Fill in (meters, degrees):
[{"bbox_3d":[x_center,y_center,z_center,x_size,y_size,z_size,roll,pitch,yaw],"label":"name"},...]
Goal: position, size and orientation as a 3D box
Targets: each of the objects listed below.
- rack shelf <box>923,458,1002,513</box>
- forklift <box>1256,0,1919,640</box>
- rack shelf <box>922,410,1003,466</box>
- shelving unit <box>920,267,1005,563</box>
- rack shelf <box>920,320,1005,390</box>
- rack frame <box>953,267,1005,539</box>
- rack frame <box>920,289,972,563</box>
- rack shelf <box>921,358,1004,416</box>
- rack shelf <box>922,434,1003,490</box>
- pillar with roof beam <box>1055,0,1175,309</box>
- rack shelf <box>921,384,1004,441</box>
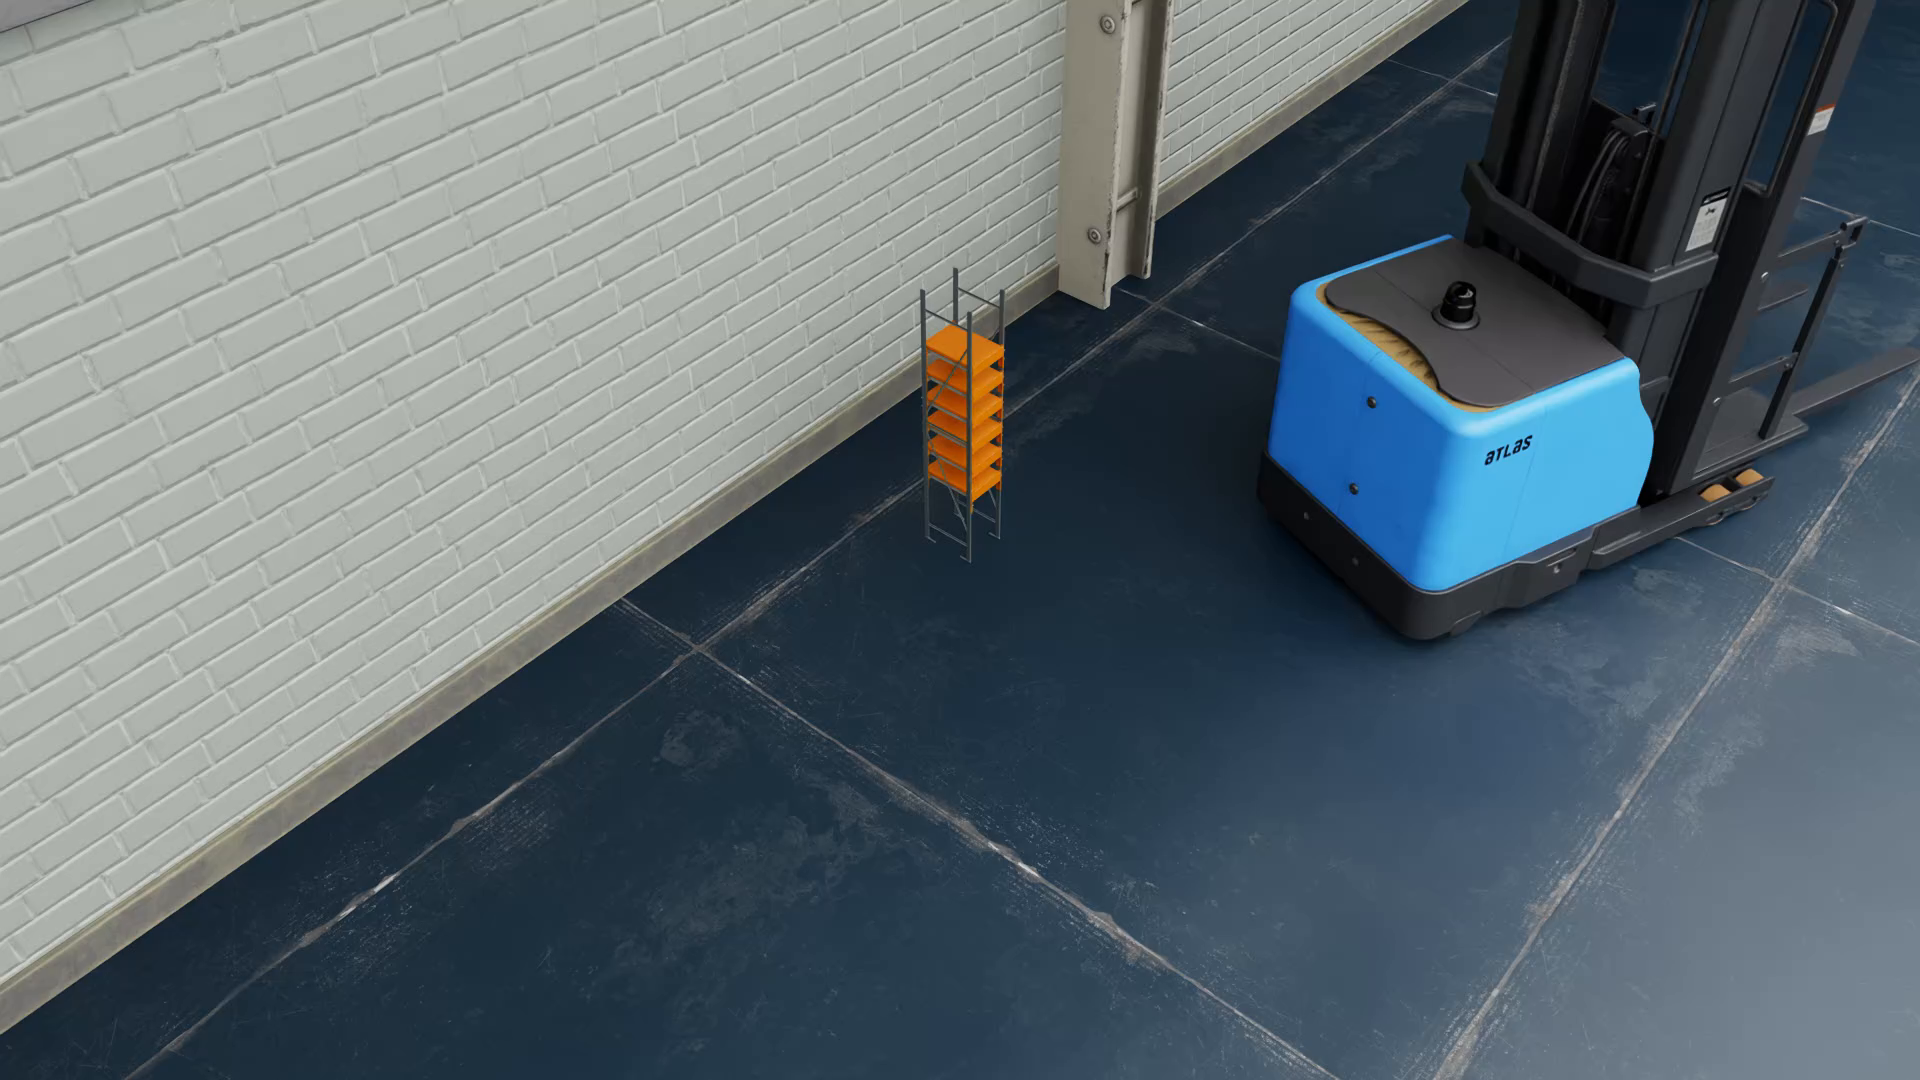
[{"bbox_3d":[0.009,-0.241,6.546,0.258,0.103,0.180,29,50,28],"label":"rack shelf"},{"bbox_3d":[2.759,-1.436,6.151,3.031,2.935,1.130,-21,46,-21],"label":"forklift"},{"bbox_3d":[0.009,-0.419,6.384,0.258,0.103,0.180,29,50,28],"label":"rack shelf"},{"bbox_3d":[0.009,-0.451,6.355,0.258,1.200,0.189,29,50,28],"label":"shelving unit"},{"bbox_3d":[0.009,-0.685,6.142,0.258,0.103,0.180,29,50,28],"label":"rack shelf"},{"bbox_3d":[0.068,-0.498,6.406,0.240,1.200,0.006,29,50,28],"label":"rack frame"},{"bbox_3d":[-0.050,-0.404,6.303,0.240,1.200,0.006,29,50,28],"label":"rack frame"},{"bbox_3d":[0.009,-0.596,6.223,0.258,0.103,0.180,29,50,28],"label":"rack shelf"},{"bbox_3d":[0.009,-0.330,6.465,0.258,0.103,0.180,29,50,28],"label":"rack shelf"},{"bbox_3d":[3.991,-2.735,3.069,9.100,9.000,0.400,29,50,28],"label":"pillar with roof beam"},{"bbox_3d":[0.009,-0.507,6.304,0.258,0.103,0.180,29,50,28],"label":"rack shelf"}]
